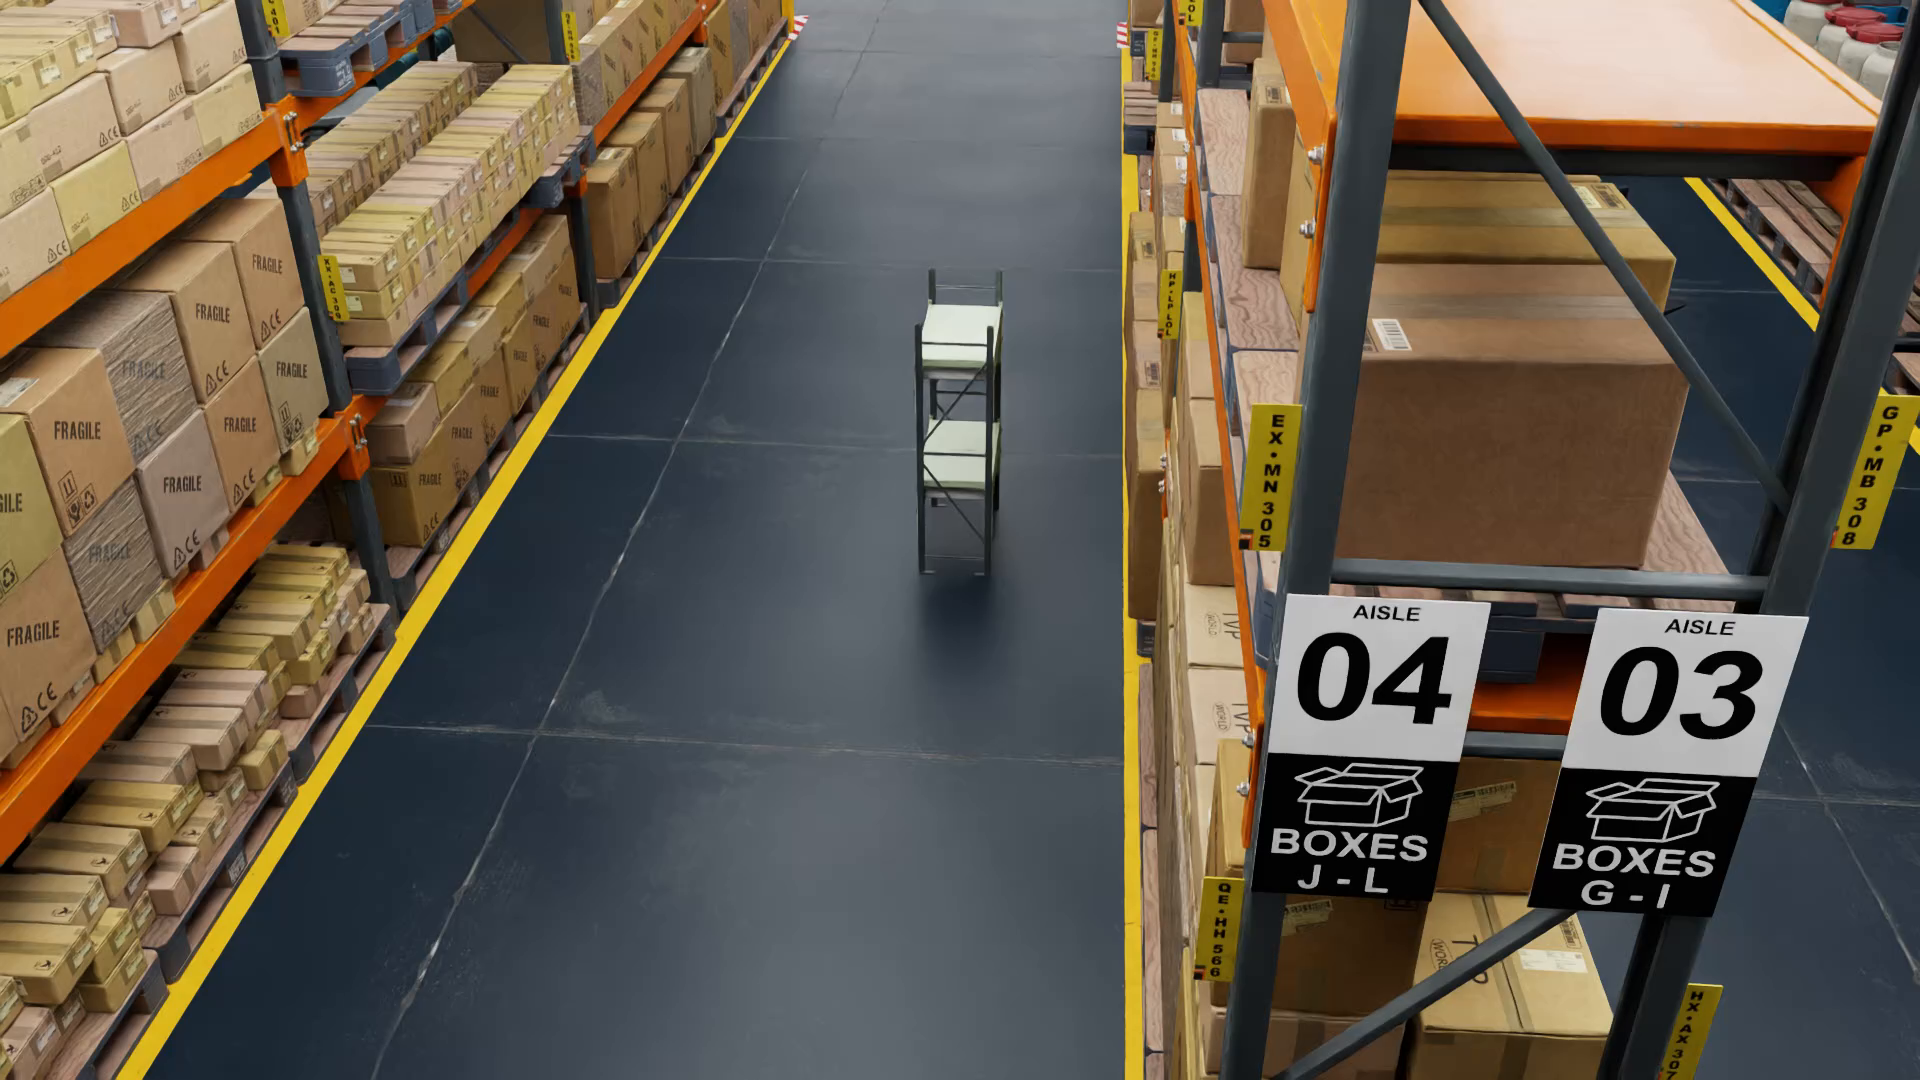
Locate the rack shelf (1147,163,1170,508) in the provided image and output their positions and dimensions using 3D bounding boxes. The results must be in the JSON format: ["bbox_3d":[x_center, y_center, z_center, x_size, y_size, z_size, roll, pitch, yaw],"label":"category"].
[{"bbox_3d":[1.633,-1.299,9.464,1.077,0.370,4.000,2,32,4],"label":"rack shelf"}]

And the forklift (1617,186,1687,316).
[{"bbox_3d":[3.716,-2.469,10.743,3.031,2.935,1.130,-18,36,-27],"label":"forklift"}]

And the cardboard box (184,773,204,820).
[{"bbox_3d":[-3.413,1.084,6.946,0.380,0.149,0.250,4,32,6],"label":"cardboard box"}]

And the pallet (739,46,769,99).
[{"bbox_3d":[-2.577,-4.854,17.205,1.003,0.211,1.213,2,32,4],"label":"pallet"}]

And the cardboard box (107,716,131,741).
[{"bbox_3d":[-3.793,0.818,7.094,0.380,0.149,0.250,1,32,2],"label":"cardboard box"}]

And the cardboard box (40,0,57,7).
[{"bbox_3d":[-3.786,-2.137,6.566,0.380,0.149,0.250,1,32,2],"label":"cardboard box"}]

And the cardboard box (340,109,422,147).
[{"bbox_3d":[-3.456,-2.458,9.933,0.380,0.149,0.250,4,32,6],"label":"cardboard box"}]

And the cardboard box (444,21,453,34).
[{"bbox_3d":[-5.050,-5.168,17.436,0.797,0.503,0.637,-20,37,-29],"label":"cardboard box"}]

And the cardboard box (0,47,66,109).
[{"bbox_3d":[-3.298,-1.567,5.641,0.380,0.149,0.250,2,32,4],"label":"cardboard box"}]

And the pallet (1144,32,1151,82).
[{"bbox_3d":[1.916,-3.606,12.705,1.003,0.211,1.213,2,32,4],"label":"pallet"}]

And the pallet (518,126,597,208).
[{"bbox_3d":[-3.091,-2.457,10.840,1.213,0.211,1.003,2,32,4],"label":"pallet"}]

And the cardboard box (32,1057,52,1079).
[{"bbox_3d":[-3.489,1.902,5.902,0.380,0.149,0.250,2,32,4],"label":"cardboard box"}]

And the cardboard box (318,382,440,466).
[{"bbox_3d":[-3.142,-0.633,8.966,0.500,0.250,0.500,1,32,2],"label":"cardboard box"}]

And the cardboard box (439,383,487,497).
[{"bbox_3d":[-3.099,-0.590,9.611,0.500,0.500,0.500,4,32,6],"label":"cardboard box"}]

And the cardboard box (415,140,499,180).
[{"bbox_3d":[-2.852,-2.153,9.436,0.380,0.149,0.250,3,32,5],"label":"cardboard box"}]

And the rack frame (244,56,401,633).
[{"bbox_3d":[-3.465,-0.824,8.008,1.000,3.000,0.127,2,32,4],"label":"rack frame"}]

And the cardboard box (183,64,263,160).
[{"bbox_3d":[-3.236,-1.769,6.825,0.500,0.250,0.500,3,32,5],"label":"cardboard box"}]

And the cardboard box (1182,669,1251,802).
[{"bbox_3d":[1.003,0.674,5.438,0.500,0.250,0.500,1,32,2],"label":"cardboard box"}]

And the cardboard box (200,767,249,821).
[{"bbox_3d":[-3.330,1.105,7.195,0.380,0.149,0.250,3,32,5],"label":"cardboard box"}]

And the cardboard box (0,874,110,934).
[{"bbox_3d":[-3.421,1.381,6.180,0.380,0.149,0.250,1,32,2],"label":"cardboard box"}]

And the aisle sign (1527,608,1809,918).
[{"bbox_3d":[1.438,0.476,3.421,0.394,0.787,0.004,2,32,4],"label":"aisle sign"}]

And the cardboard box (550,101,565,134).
[{"bbox_3d":[-2.746,-2.696,10.602,0.380,0.149,0.250,4,32,6],"label":"cardboard box"}]

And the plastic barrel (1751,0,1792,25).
[{"bbox_3d":[6.725,-4.555,13.585,0.600,0.901,0.708,2,32,4],"label":"plastic barrel"}]

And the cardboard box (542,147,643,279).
[{"bbox_3d":[-3.000,-2.451,12.392,1.050,0.750,0.750,2,32,3],"label":"cardboard box"}]

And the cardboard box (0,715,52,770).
[{"bbox_3d":[-3.452,0.664,5.833,0.380,0.149,0.250,2,32,3],"label":"cardboard box"}]

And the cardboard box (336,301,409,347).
[{"bbox_3d":[-2.975,-1.082,8.266,0.380,0.149,0.250,1,32,2],"label":"cardboard box"}]

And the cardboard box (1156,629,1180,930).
[{"bbox_3d":[1.263,0.979,6.708,0.875,0.875,0.875,2,32,4],"label":"cardboard box"}]

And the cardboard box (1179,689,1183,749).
[{"bbox_3d":[0.970,0.640,5.872,0.380,0.149,0.250,3,32,5],"label":"cardboard box"}]

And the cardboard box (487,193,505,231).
[{"bbox_3d":[-2.850,-1.897,9.588,0.380,0.149,0.250,1,32,2],"label":"cardboard box"}]

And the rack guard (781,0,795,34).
[{"bbox_3d":[-2.486,-6.047,18.866,1.175,0.500,0.348,2,32,4],"label":"rack guard"}]

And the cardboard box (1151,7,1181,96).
[{"bbox_3d":[1.746,-3.452,11.778,0.700,0.500,0.500,7,32,11],"label":"cardboard box"}]

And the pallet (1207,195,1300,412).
[{"bbox_3d":[1.291,-0.735,5.089,1.003,0.211,1.213,2,32,4],"label":"pallet"}]

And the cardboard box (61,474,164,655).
[{"bbox_3d":[-3.373,0.072,6.175,0.500,0.500,0.500,2,32,3],"label":"cardboard box"}]

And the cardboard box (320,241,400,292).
[{"bbox_3d":[-2.975,-1.335,8.110,0.380,0.149,0.250,4,32,6],"label":"cardboard box"}]

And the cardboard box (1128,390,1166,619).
[{"bbox_3d":[1.502,-0.169,8.570,1.225,0.875,0.875,3,32,4],"label":"cardboard box"}]

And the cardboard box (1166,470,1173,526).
[{"bbox_3d":[1.093,-0.174,7.194,0.380,0.149,0.250,1,32,2],"label":"cardboard box"}]

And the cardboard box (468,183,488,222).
[{"bbox_3d":[-2.873,-1.895,9.302,0.380,0.149,0.250,2,32,3],"label":"cardboard box"}]

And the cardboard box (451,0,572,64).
[{"bbox_3d":[-3.093,-3.618,11.494,0.700,0.500,0.500,2,32,4],"label":"cardboard box"}]

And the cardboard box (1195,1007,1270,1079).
[{"bbox_3d":[0.845,1.439,4.575,0.380,0.149,0.250,3,32,5],"label":"cardboard box"}]

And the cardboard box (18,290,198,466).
[{"bbox_3d":[-3.326,-0.624,6.352,0.500,0.500,0.500,3,32,5],"label":"cardboard box"}]

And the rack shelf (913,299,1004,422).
[{"bbox_3d":[0.001,-0.974,8.938,0.431,0.370,0.720,2,32,4],"label":"rack shelf"}]

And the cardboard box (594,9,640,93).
[{"bbox_3d":[-2.754,-3.711,12.597,0.500,0.500,0.500,2,32,4],"label":"cardboard box"}]

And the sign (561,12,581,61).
[{"bbox_3d":[-2.598,-3.356,11.089,0.100,0.325,0.005,2,32,4],"label":"sign"}]

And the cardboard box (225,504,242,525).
[{"bbox_3d":[-3.338,-0.149,7.153,0.380,0.149,0.250,2,32,3],"label":"cardboard box"}]

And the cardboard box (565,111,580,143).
[{"bbox_3d":[-2.721,-2.710,10.907,0.380,0.149,0.250,3,32,5],"label":"cardboard box"}]

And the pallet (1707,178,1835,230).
[{"bbox_3d":[7.033,-2.931,14.086,1.003,0.211,1.213,2,32,4],"label":"pallet"}]

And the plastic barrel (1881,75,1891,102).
[{"bbox_3d":[6.603,-3.034,11.487,0.421,0.512,0.421,0,32,0],"label":"plastic barrel"}]

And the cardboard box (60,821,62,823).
[{"bbox_3d":[-3.825,1.208,7.027,0.380,0.149,0.250,3,32,5],"label":"cardboard box"}]

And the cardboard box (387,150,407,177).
[{"bbox_3d":[-3.482,-2.196,9.791,0.380,0.149,0.250,2,32,4],"label":"cardboard box"}]

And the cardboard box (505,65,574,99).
[{"bbox_3d":[-2.722,-2.965,10.754,0.380,0.149,0.250,1,32,2],"label":"cardboard box"}]

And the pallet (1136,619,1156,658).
[{"bbox_3d":[1.458,0.221,8.970,1.003,0.211,1.213,2,32,4],"label":"pallet"}]

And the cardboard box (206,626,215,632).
[{"bbox_3d":[-3.729,0.525,7.852,0.380,0.149,0.250,2,32,4],"label":"cardboard box"}]

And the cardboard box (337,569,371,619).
[{"bbox_3d":[-3.174,0.263,8.278,0.380,0.149,0.250,3,32,5],"label":"cardboard box"}]

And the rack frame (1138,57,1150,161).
[{"bbox_3d":[2.122,-4.742,14.366,1.000,3.000,0.127,2,32,4],"label":"rack frame"}]

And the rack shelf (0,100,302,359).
[{"bbox_3d":[-3.628,-0.749,5.713,1.077,0.370,4.000,2,32,4],"label":"rack shelf"}]

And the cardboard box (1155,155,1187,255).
[{"bbox_3d":[1.407,-1.913,9.680,0.500,0.500,0.500,2,32,3],"label":"cardboard box"}]

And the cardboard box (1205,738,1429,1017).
[{"bbox_3d":[0.922,0.884,4.381,0.500,0.500,0.500,3,32,5],"label":"cardboard box"}]

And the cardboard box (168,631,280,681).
[{"bbox_3d":[-3.328,0.553,7.524,0.380,0.149,0.250,3,32,6],"label":"cardboard box"}]

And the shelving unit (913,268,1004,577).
[{"bbox_3d":[0.001,-0.642,9.142,0.431,1.500,0.755,2,32,4],"label":"shelving unit"}]
